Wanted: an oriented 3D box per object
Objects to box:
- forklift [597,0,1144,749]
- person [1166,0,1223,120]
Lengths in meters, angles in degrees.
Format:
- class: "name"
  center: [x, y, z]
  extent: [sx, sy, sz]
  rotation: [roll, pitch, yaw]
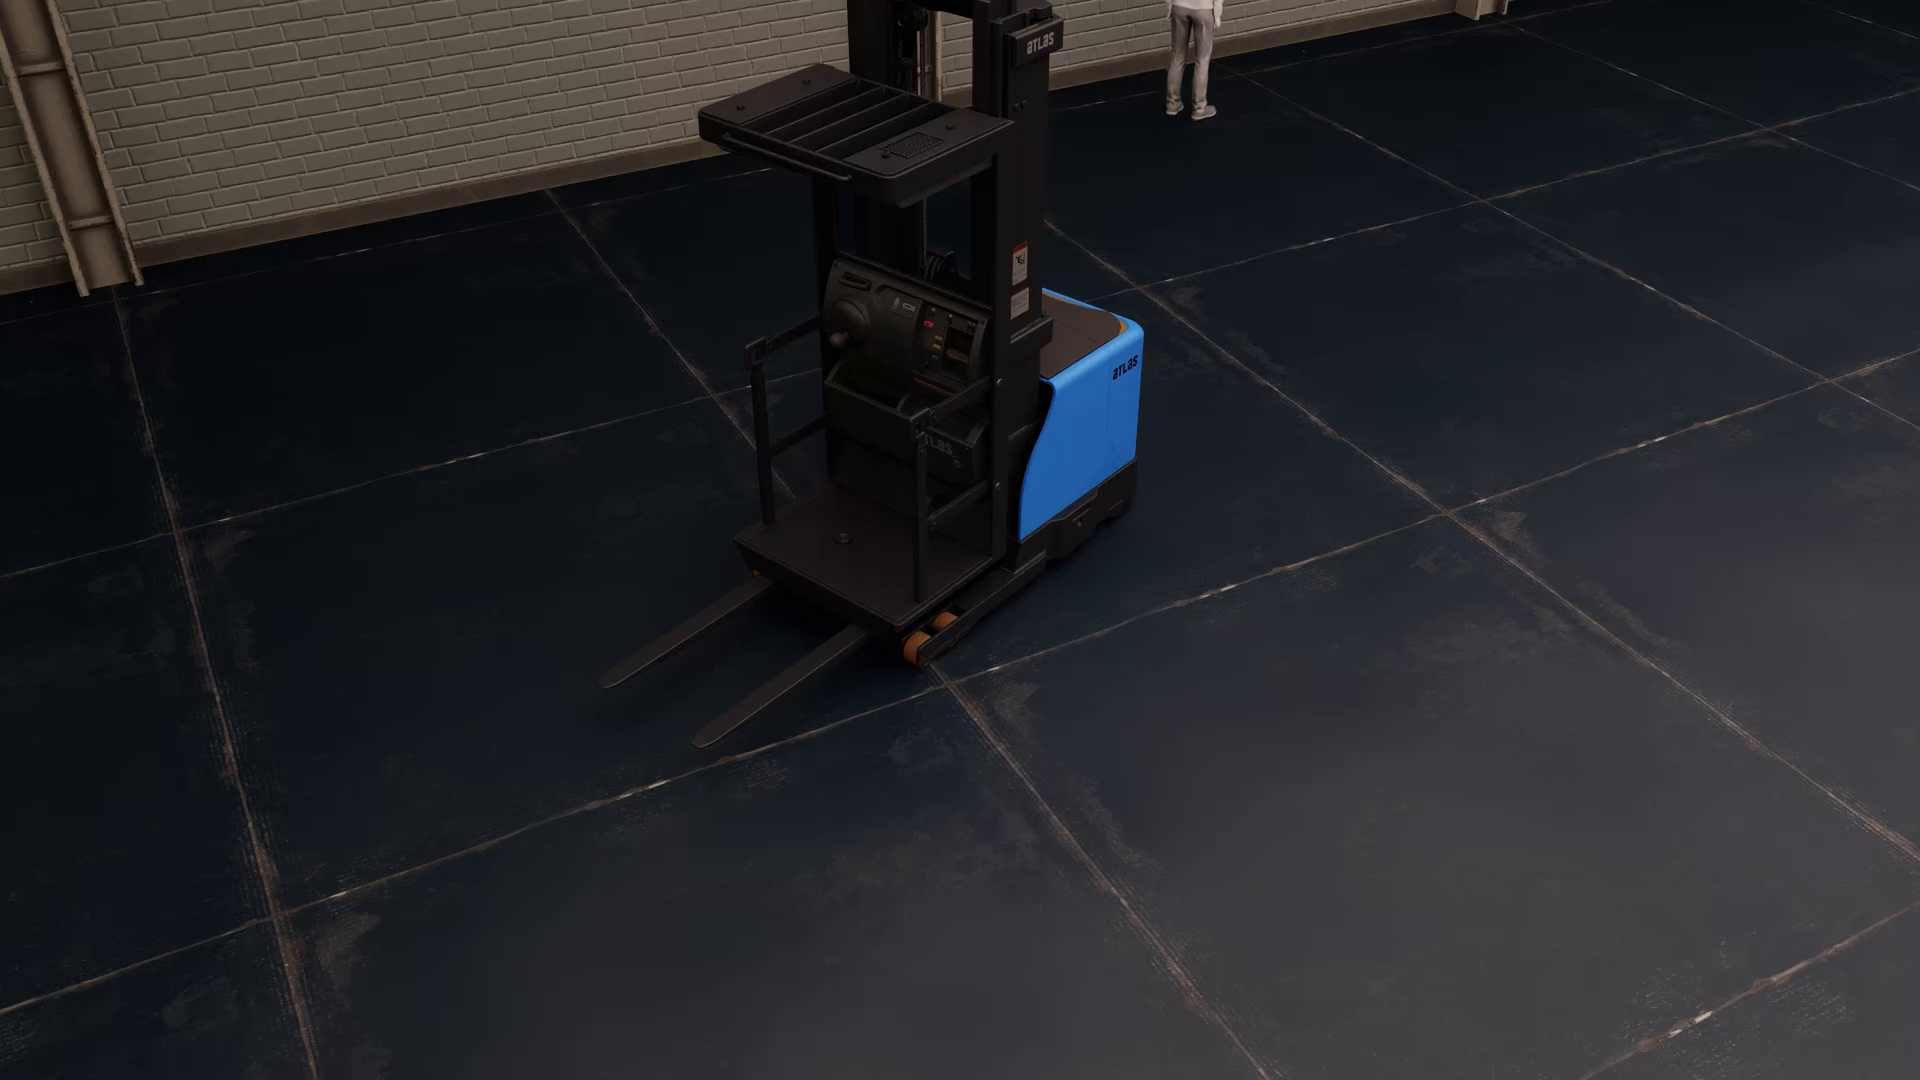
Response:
- class: "forklift"
  center: [-0.390, -0.927, 7.434]
  extent: [1.130, 2.935, 3.031]
  rotation: [26, 43, 31]
- class: "person"
  center: [1.848, -4.173, 13.104]
  extent: [0.465, 1.691, 0.334]
  rotation: [18, 39, 23]
